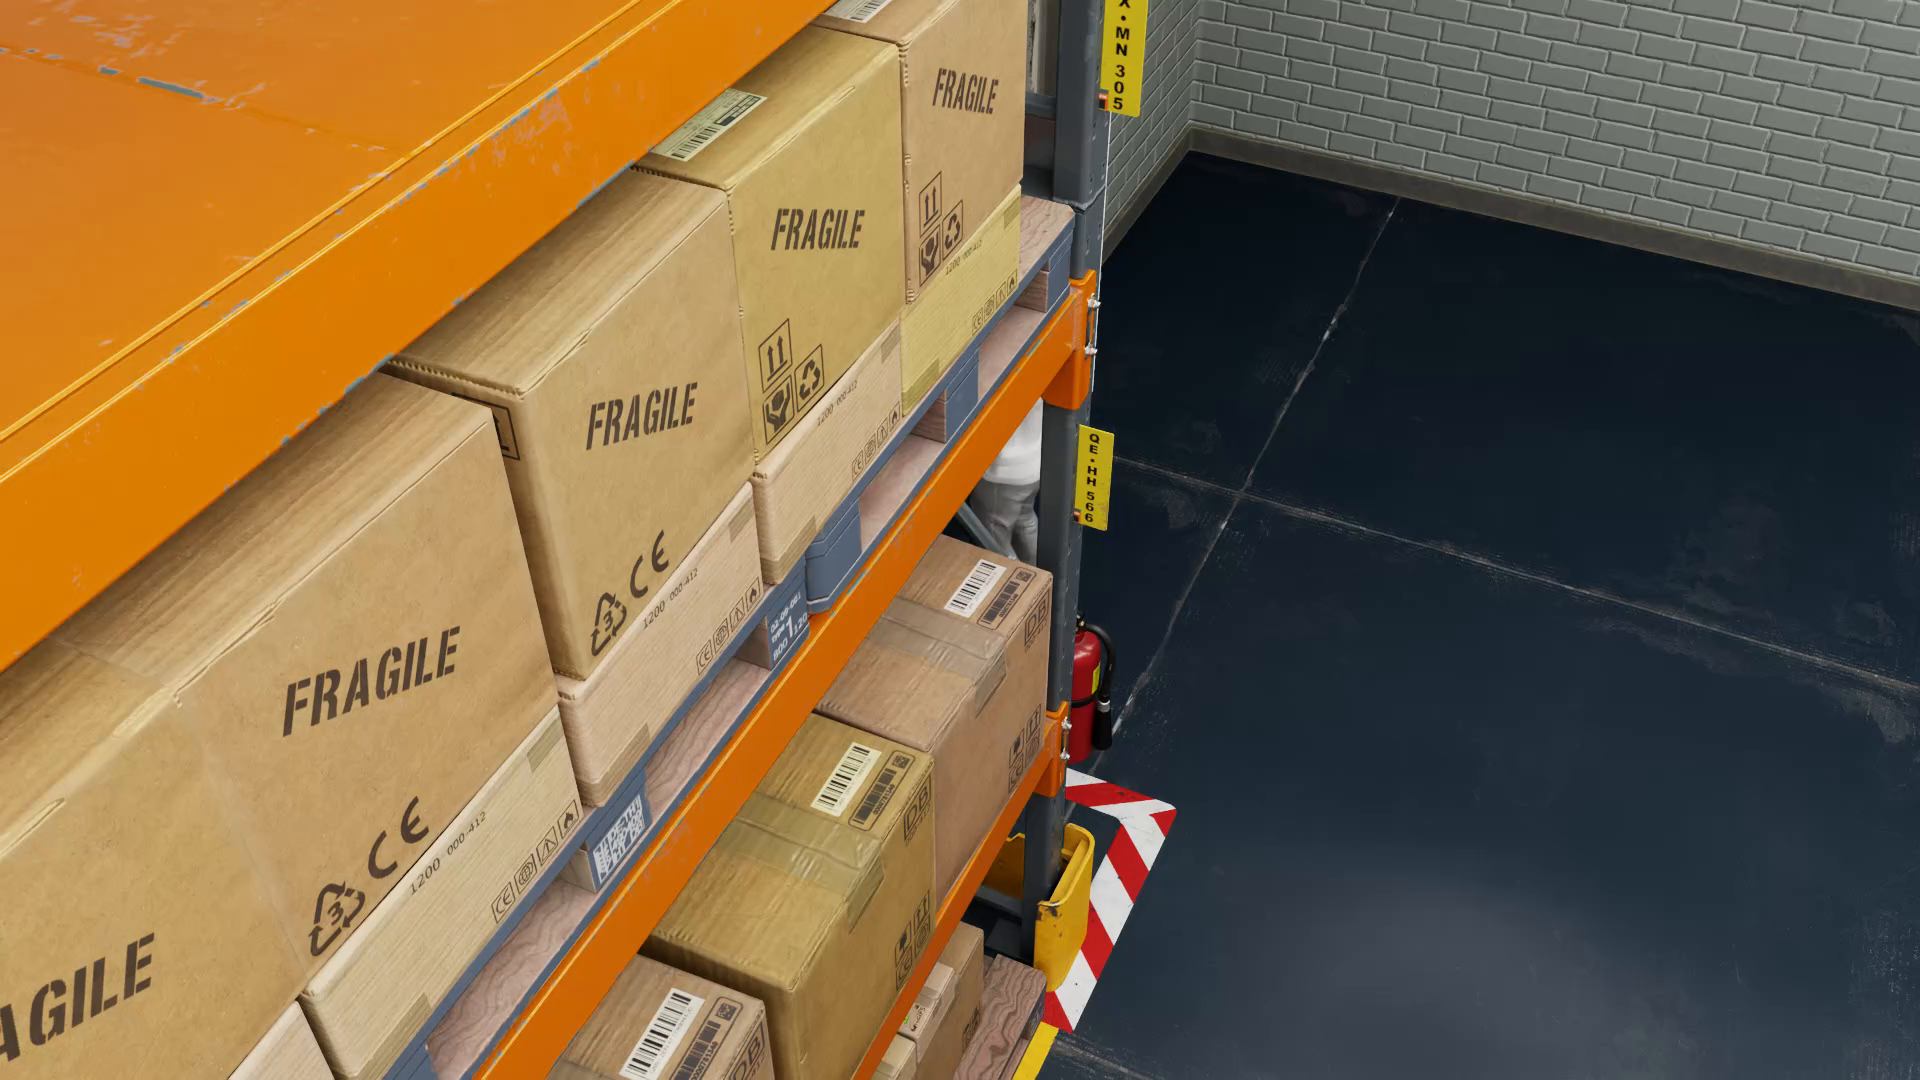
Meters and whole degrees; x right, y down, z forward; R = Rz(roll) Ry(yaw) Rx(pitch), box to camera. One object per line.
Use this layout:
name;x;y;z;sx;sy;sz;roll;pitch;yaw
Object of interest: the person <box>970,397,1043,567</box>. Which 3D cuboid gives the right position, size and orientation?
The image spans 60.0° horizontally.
person;0.114;-0.351;6.540;0.586;1.760;0.503;18;45;19
